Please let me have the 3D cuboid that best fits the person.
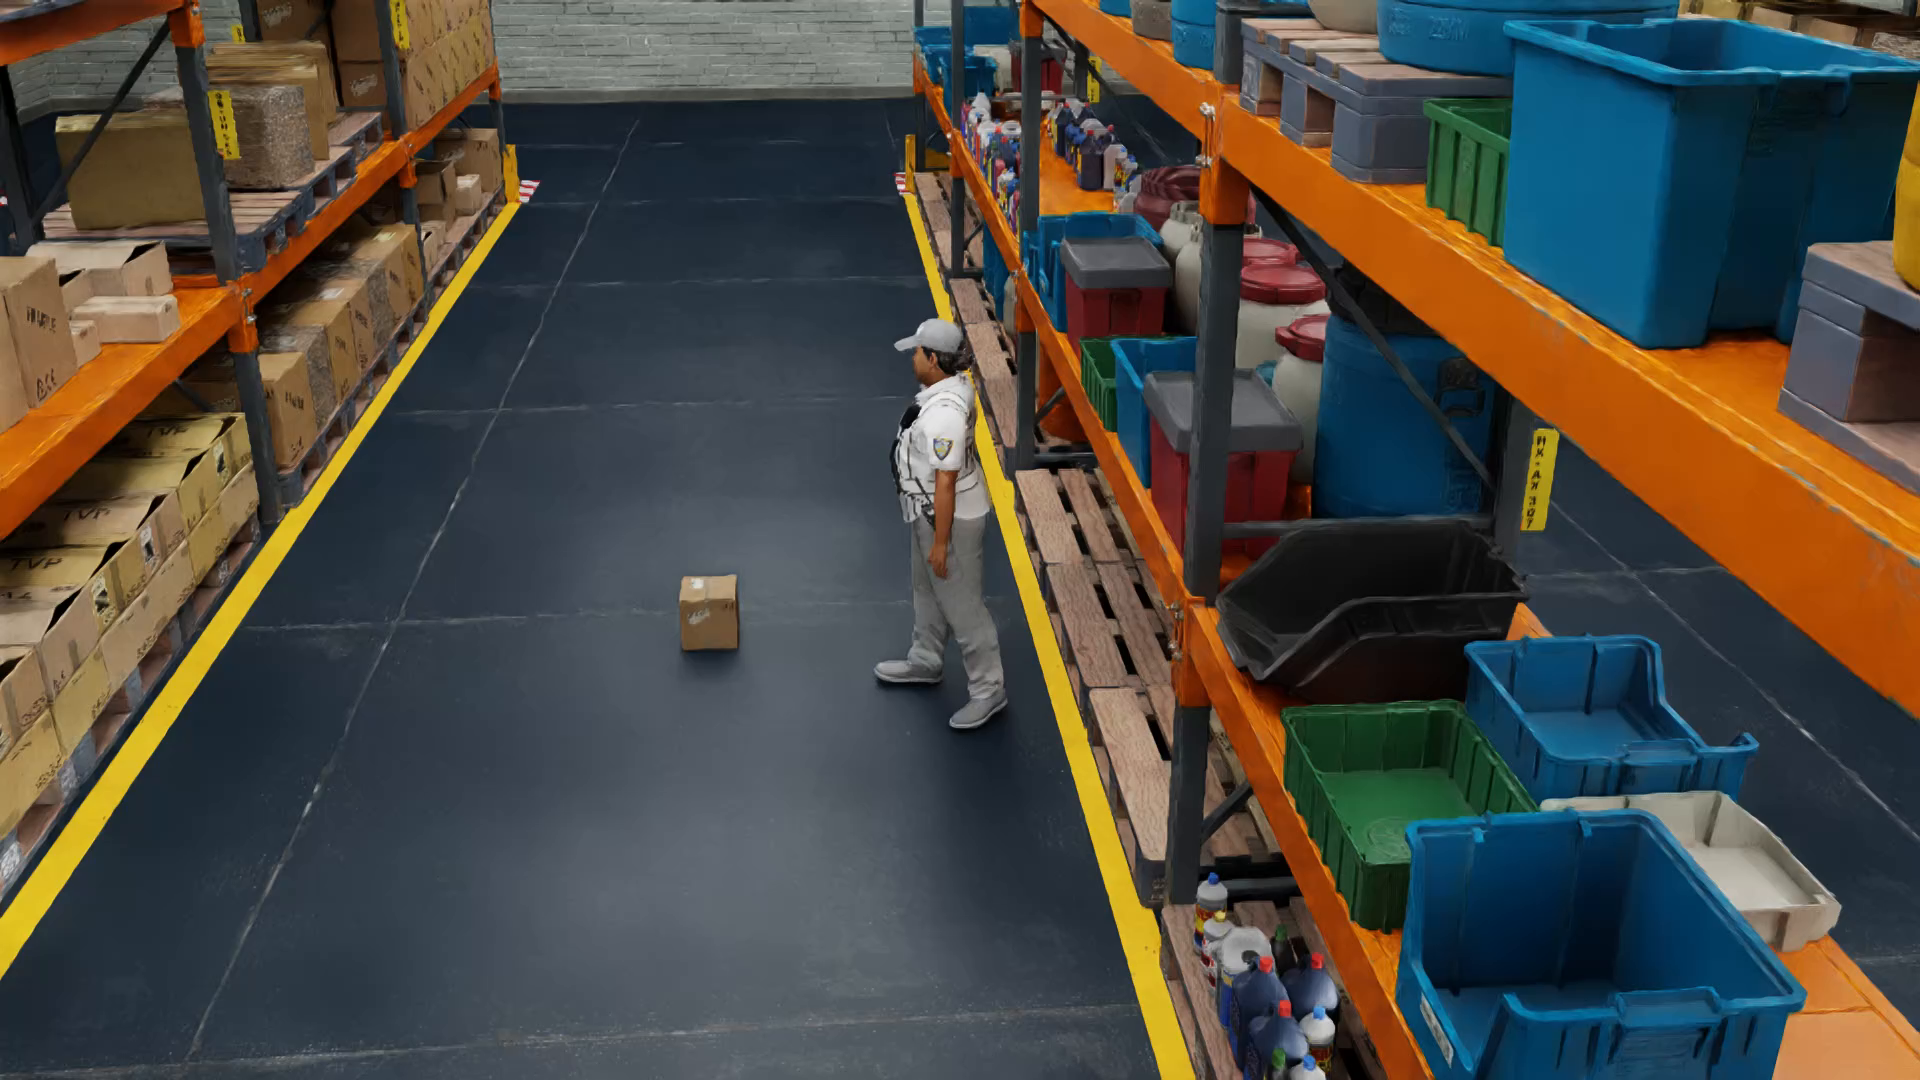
[{"bbox_3d":[-0.089,-0.105,6.800,0.571,1.652,0.672,0,24,0],"label":"person"}]
